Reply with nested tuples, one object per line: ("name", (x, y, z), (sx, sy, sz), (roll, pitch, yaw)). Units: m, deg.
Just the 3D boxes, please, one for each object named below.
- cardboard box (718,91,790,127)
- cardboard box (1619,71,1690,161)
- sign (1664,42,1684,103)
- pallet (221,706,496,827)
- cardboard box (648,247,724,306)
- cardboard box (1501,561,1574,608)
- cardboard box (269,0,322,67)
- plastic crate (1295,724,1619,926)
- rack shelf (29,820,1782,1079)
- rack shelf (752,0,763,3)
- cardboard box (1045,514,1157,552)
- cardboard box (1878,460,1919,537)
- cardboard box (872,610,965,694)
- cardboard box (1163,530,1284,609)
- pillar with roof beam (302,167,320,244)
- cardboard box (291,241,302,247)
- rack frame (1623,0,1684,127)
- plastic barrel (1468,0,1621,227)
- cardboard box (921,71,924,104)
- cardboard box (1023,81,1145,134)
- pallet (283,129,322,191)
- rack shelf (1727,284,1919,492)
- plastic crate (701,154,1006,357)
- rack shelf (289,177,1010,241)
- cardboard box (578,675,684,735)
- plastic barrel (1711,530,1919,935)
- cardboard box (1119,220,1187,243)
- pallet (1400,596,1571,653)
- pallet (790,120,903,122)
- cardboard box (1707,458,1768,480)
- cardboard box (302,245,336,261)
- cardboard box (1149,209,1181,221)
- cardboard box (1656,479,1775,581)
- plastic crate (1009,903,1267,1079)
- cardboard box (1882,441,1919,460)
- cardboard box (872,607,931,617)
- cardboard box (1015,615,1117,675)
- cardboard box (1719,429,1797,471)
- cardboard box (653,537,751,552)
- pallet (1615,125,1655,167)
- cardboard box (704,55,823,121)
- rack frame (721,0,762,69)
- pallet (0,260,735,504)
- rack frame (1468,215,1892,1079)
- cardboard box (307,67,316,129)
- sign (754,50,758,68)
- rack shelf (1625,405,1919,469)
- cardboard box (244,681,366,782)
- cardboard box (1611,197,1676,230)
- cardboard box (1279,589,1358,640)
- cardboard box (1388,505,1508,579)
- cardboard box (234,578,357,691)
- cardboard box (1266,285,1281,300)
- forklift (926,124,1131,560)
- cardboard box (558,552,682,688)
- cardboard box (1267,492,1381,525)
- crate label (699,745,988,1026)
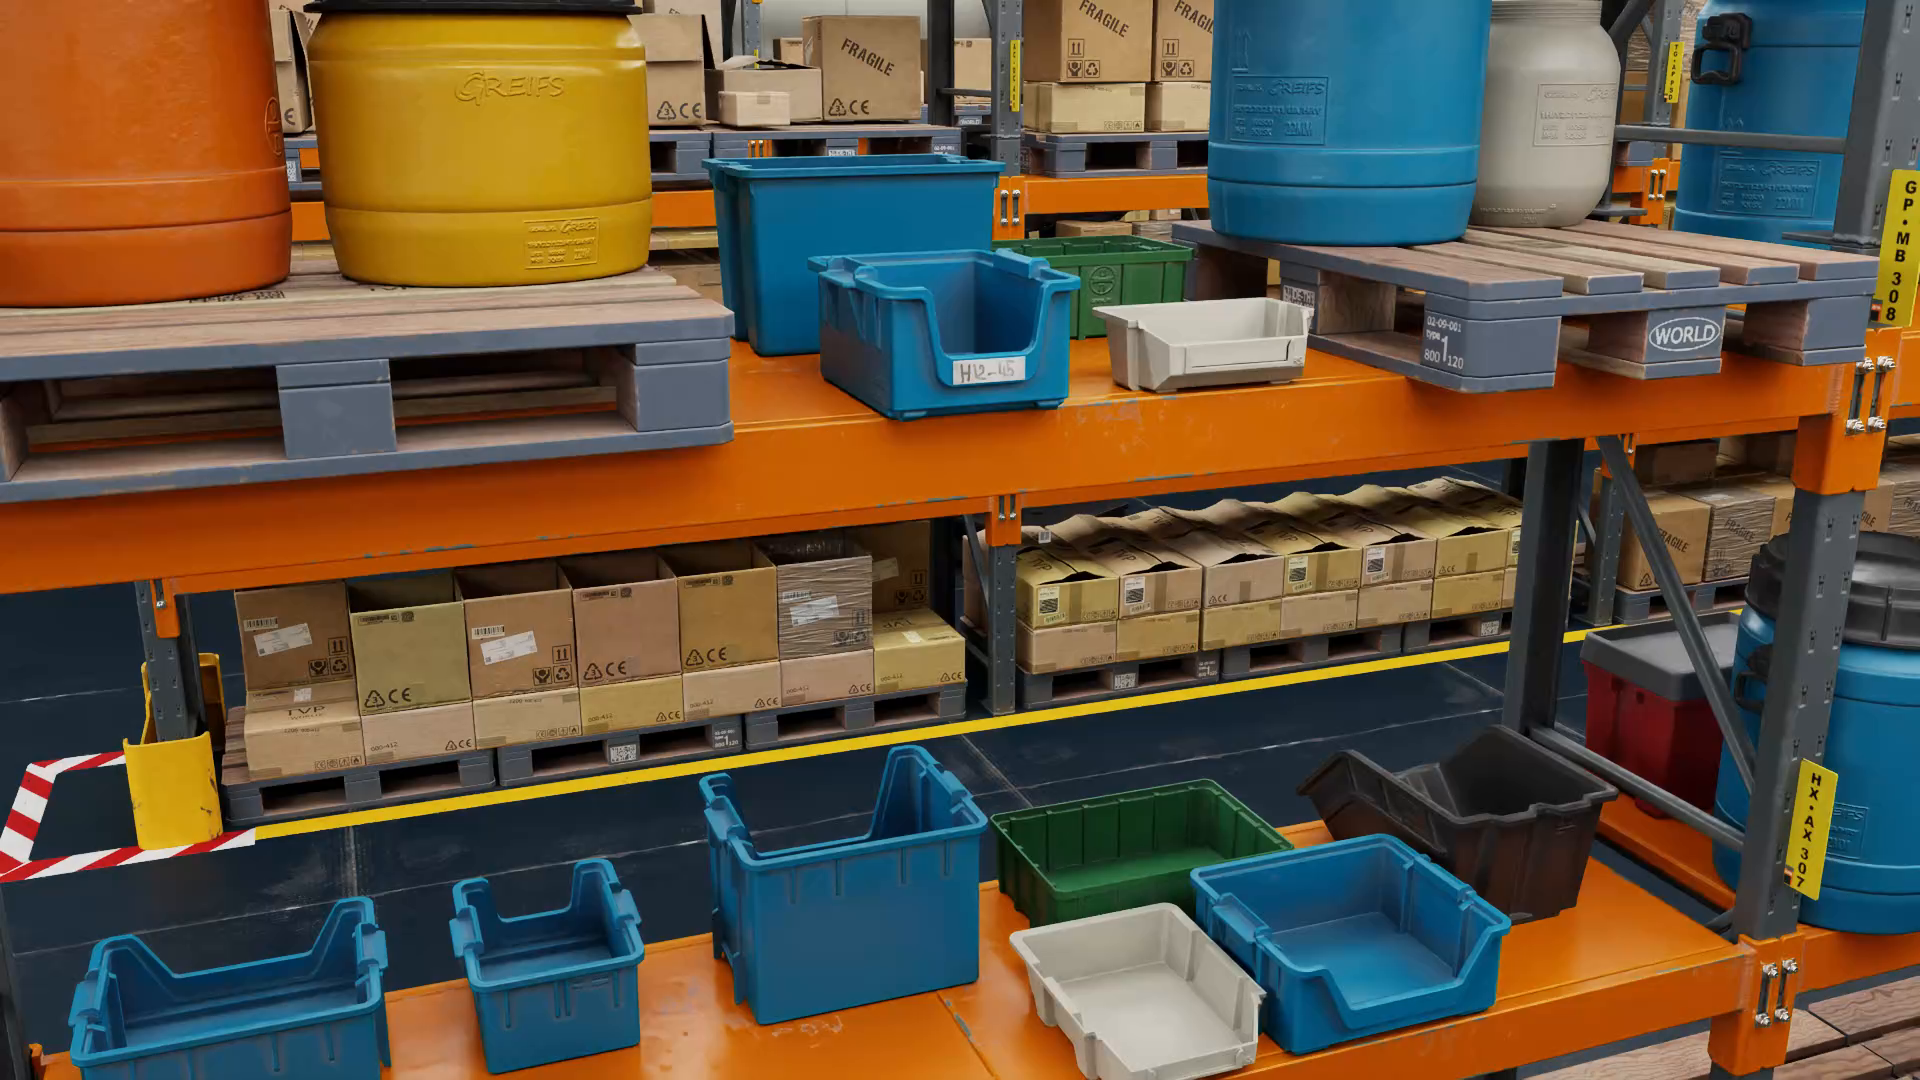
("cardboard box", (-0.968, -2.024, 7.794), (0.250, 0.149, 0.380), (-6, 17, -20))
("cardboard box", (4.191, -2.573, 10.036), (0.500, 0.500, 0.910), (-6, 17, -20))
("sign", (3.987, -2.612, 9.286), (0.005, 0.325, 0.100), (-6, 17, -20))
("pallet", (-2.975, 1.023, 8.239), (1.213, 0.211, 1.003), (-6, 17, -20))
("cardboard box", (-1.291, -1.152, 8.219), (0.500, 0.500, 0.700), (-6, 17, -20))
("cardboard box", (3.392, 0.202, 10.222), (0.500, 0.250, 0.500), (-6, 17, -19))
("cardboard box", (-4.518, -3.518, 11.444), (0.500, 0.500, 0.500), (-6, 18, -21))
("plastic crate", (1.295, 0.723, 4.423), (0.504, 0.338, 0.767), (-6, 17, -20))
("rack shelf", (-0.038, 1.221, 3.895), (4.000, 0.370, 1.077), (-6, 17, -20))
("rack shelf", (0.152, -4.476, 13.355), (4.000, 0.370, 1.077), (-6, 17, -20))
("cardboard box", (0.820, 0.049, 9.749), (0.500, 0.311, 0.500), (-6, 17, -19))
("cardboard box", (6.240, -0.225, 11.196), (0.500, 0.500, 0.500), (-6, 17, -19))
("cardboard box", (-0.294, 0.592, 8.893), (0.500, 0.250, 0.500), (-6, 17, -20))
("cardboard box", (1.488, 0.141, 9.433), (0.500, 0.311, 0.500), (-7, 18, -22))
("pillar with roof beam", (-3.566, -3.573, 8.296), (0.400, 9.000, 9.100), (-6, 17, -20))
("cardboard box", (-5.087, -1.930, 12.248), (0.500, 0.500, 0.500), (-6, 18, -21))
("rack frame", (3.796, -3.912, 9.447), (0.127, 3.000, 1.000), (-6, 17, -20))
("plastic barrel", (1.357, -1.029, 4.011), (0.421, 0.512, 0.421), (0, 16, 0))
("cardboard box", (-0.601, -3.627, 13.215), (0.500, 0.311, 0.500), (-6, 17, -18))
("cardboard box", (0.639, -2.258, 8.662), (0.500, 0.250, 0.500), (-4, 17, -14))
("pallet", (-3.005, -1.688, 7.355), (1.213, 0.211, 1.003), (-6, 17, -20))
("rack shelf", (3.697, -0.622, 4.845), (4.000, 0.370, 1.077), (-6, 17, -20))
("plastic crate", (-0.233, -0.626, 3.611), (0.575, 0.384, 0.392), (-6, 17, -20))
("rack shelf", (-1.807, -1.522, 7.911), (4.000, 0.370, 1.077), (-6, 17, -20))
("cardboard box", (-1.693, 0.745, 8.373), (0.500, 0.250, 0.500), (-6, 17, -20))
("plastic barrel", (2.299, 0.474, 4.271), (0.708, 0.901, 0.600), (-6, 17, -20))
("cardboard box", (1.584, -2.545, 14.483), (0.500, 0.500, 0.700), (-8, 18, -27))
("pallet", (3.013, 0.378, 10.438), (1.213, 0.211, 1.003), (-6, 17, -20))
("pallet", (-1.101, -3.316, 13.077), (1.003, 0.211, 1.213), (-6, 17, -20))
("cardboard box", (5.068, -0.253, 11.292), (0.500, 0.500, 0.500), (-7, 18, -22))
("cardboard box", (-4.432, -1.843, 11.951), (0.500, 0.500, 0.500), (-6, 17, -20))
("cardboard box", (1.708, -2.864, 14.417), (0.250, 0.149, 0.380), (-9, 18, -27))
("cardboard box", (4.810, -0.070, 10.668), (0.500, 0.500, 0.500), (-7, 18, -22))
("plastic crate", (0.404, 1.031, 3.733), (0.437, 0.136, 0.530), (-6, 17, -20))
("cardboard box", (6.498, -0.407, 11.815), (0.500, 0.500, 0.500), (-6, 17, -19))
("cardboard box", (-0.481, 0.455, 9.360), (0.500, 0.250, 0.500), (-6, 17, -20))
("cardboard box", (0.526, 0.512, 9.164), (0.500, 0.250, 0.500), (-7, 18, -21))
("cardboard box", (5.590, -0.672, 11.387), (0.500, 0.250, 0.500), (-7, 18, -21))
("cardboard box", (-1.418, 0.193, 8.920), (0.500, 0.500, 0.500), (-6, 17, -20))
("pallet", (3.194, -2.290, 9.584), (1.003, 0.211, 1.213), (-5, 17, -18))
("cardboard box", (-1.008, -2.259, 8.308), (0.500, 0.311, 0.500), (-7, 18, -23))
("rack frame", (-1.715, -4.811, 12.511), (0.127, 3.000, 1.000), (-6, 17, -20))
("pallet", (-1.098, -0.329, 2.907), (1.213, 0.211, 1.003), (-6, 17, -20))
("rack frame", (1.830, 0.674, 4.480), (0.127, 3.000, 1.000), (-6, 17, -20))
("cardboard box", (-4.535, -3.039, 11.587), (0.500, 0.500, 0.500), (-5, 17, -16))
("sign", (-1.514, -3.478, 12.377), (0.005, 0.325, 0.100), (-6, 17, -20))
("rack shelf", (5.663, -0.890, 11.081), (4.000, 0.370, 1.077), (-6, 17, -20))
("cardboard box", (-3.094, 0.896, 7.859), (0.500, 0.250, 0.500), (-6, 17, -20))
("cardboard box", (6.951, -3.006, 16.478), (0.700, 0.700, 0.980), (-7, 18, -21))
("cardboard box", (1.962, 0.357, 9.693), (0.500, 0.250, 0.500), (-6, 17, -19))
("cardboard box", (2.912, -0.013, 9.957), (0.500, 0.311, 0.500), (-6, 18, -21))
("cardboard box", (-3.280, 0.399, 8.219), (0.500, 0.500, 0.500), (-6, 17, -20))
("cardboard box", (2.648, -2.221, 14.746), (0.250, 0.149, 0.380), (-6, 17, -19))
("forklift", (0.488, -1.294, 11.303), (3.031, 2.935, 1.130), (13, 21, 37))
("cardboard box", (-1.693, 0.385, 8.266), (0.500, 0.500, 0.500), (-6, 17, -20))
("cardboard box", (2.237, -0.103, 10.264), (0.500, 0.311, 0.500), (-7, 18, -22))
("crate label", (-0.284, 0.803, 3.976), (0.616, 0.435, 0.502), (-6, 17, -20))
